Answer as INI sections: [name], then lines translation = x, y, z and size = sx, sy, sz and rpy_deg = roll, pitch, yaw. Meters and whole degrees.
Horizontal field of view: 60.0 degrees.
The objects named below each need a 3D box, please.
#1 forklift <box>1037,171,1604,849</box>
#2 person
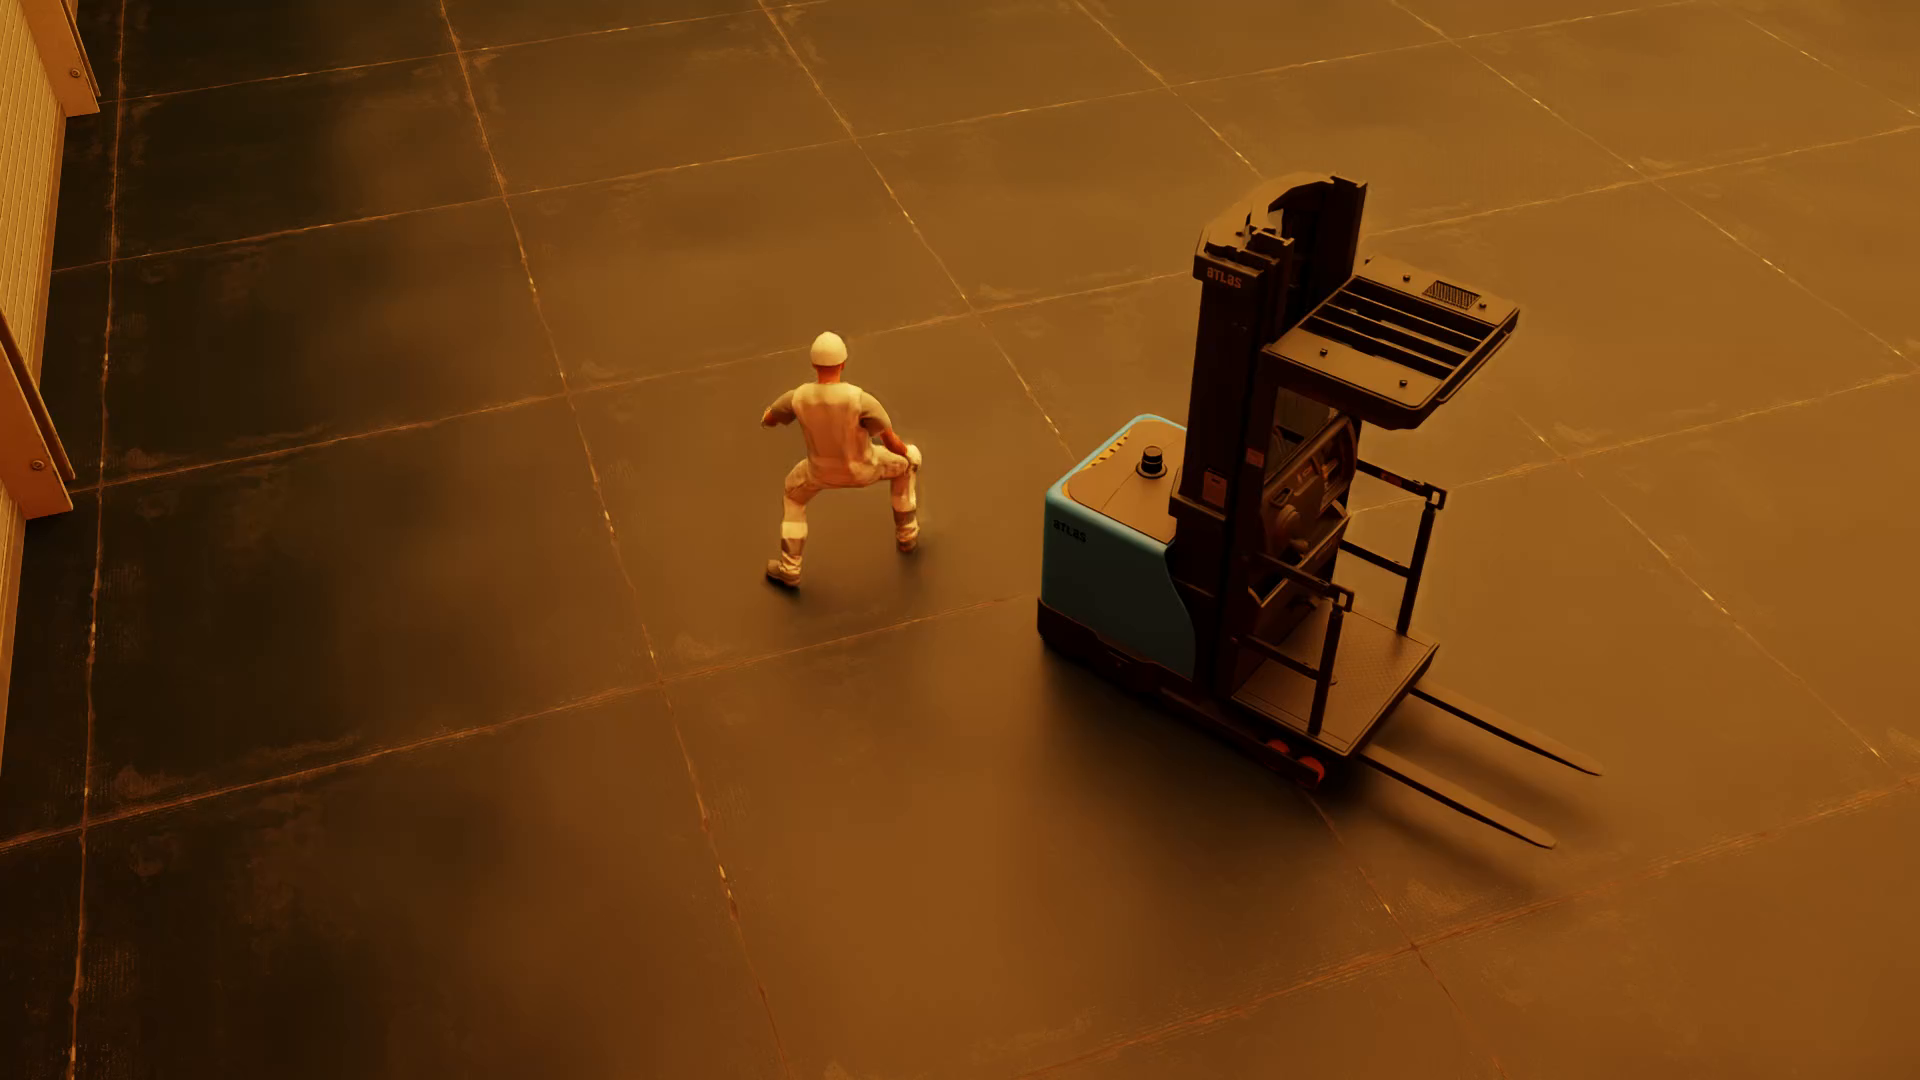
[forklift]
translation = 1.913, -0.214, 8.251
size = 3.031, 2.935, 1.130
rpy_deg = 27, 47, 28
[person]
translation = -0.727, -0.512, 9.611
size = 0.996, 1.606, 0.727
rpy_deg = 8, 41, 9
